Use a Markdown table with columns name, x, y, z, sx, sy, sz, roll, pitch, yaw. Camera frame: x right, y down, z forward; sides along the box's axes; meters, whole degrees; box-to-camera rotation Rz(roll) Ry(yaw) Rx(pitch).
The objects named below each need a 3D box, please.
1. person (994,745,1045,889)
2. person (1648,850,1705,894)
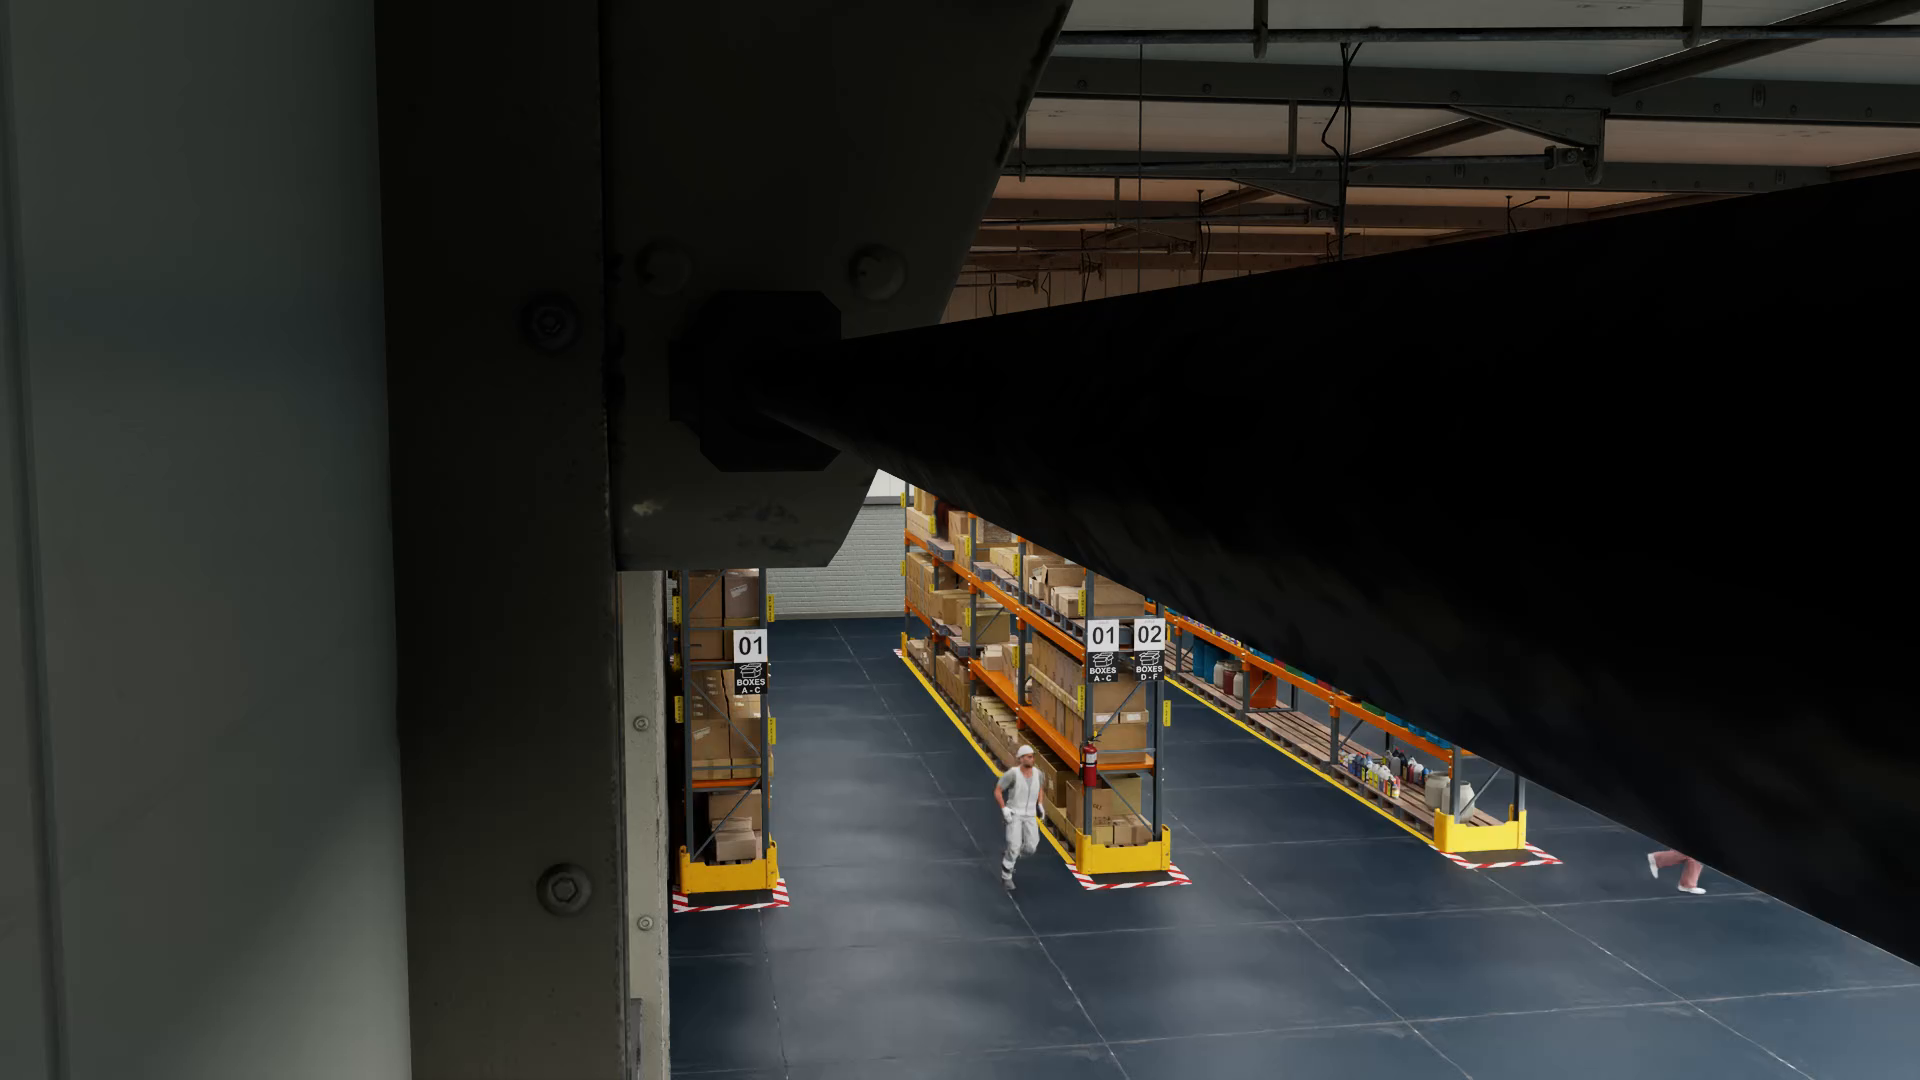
| name | x | y | z | sx | sy | sz | roll | pitch | yaw |
| --- | --- | --- | --- | --- | --- | --- | --- | --- | --- |
| person | 0.756 | 3.373 | 20.390 | 0.714 | 1.732 | 0.562 | -3 | 7 | -26 |
| person | 8.680 | 3.457 | 20.084 | 0.657 | 1.629 | 0.598 | 2 | 6 | 22 |
